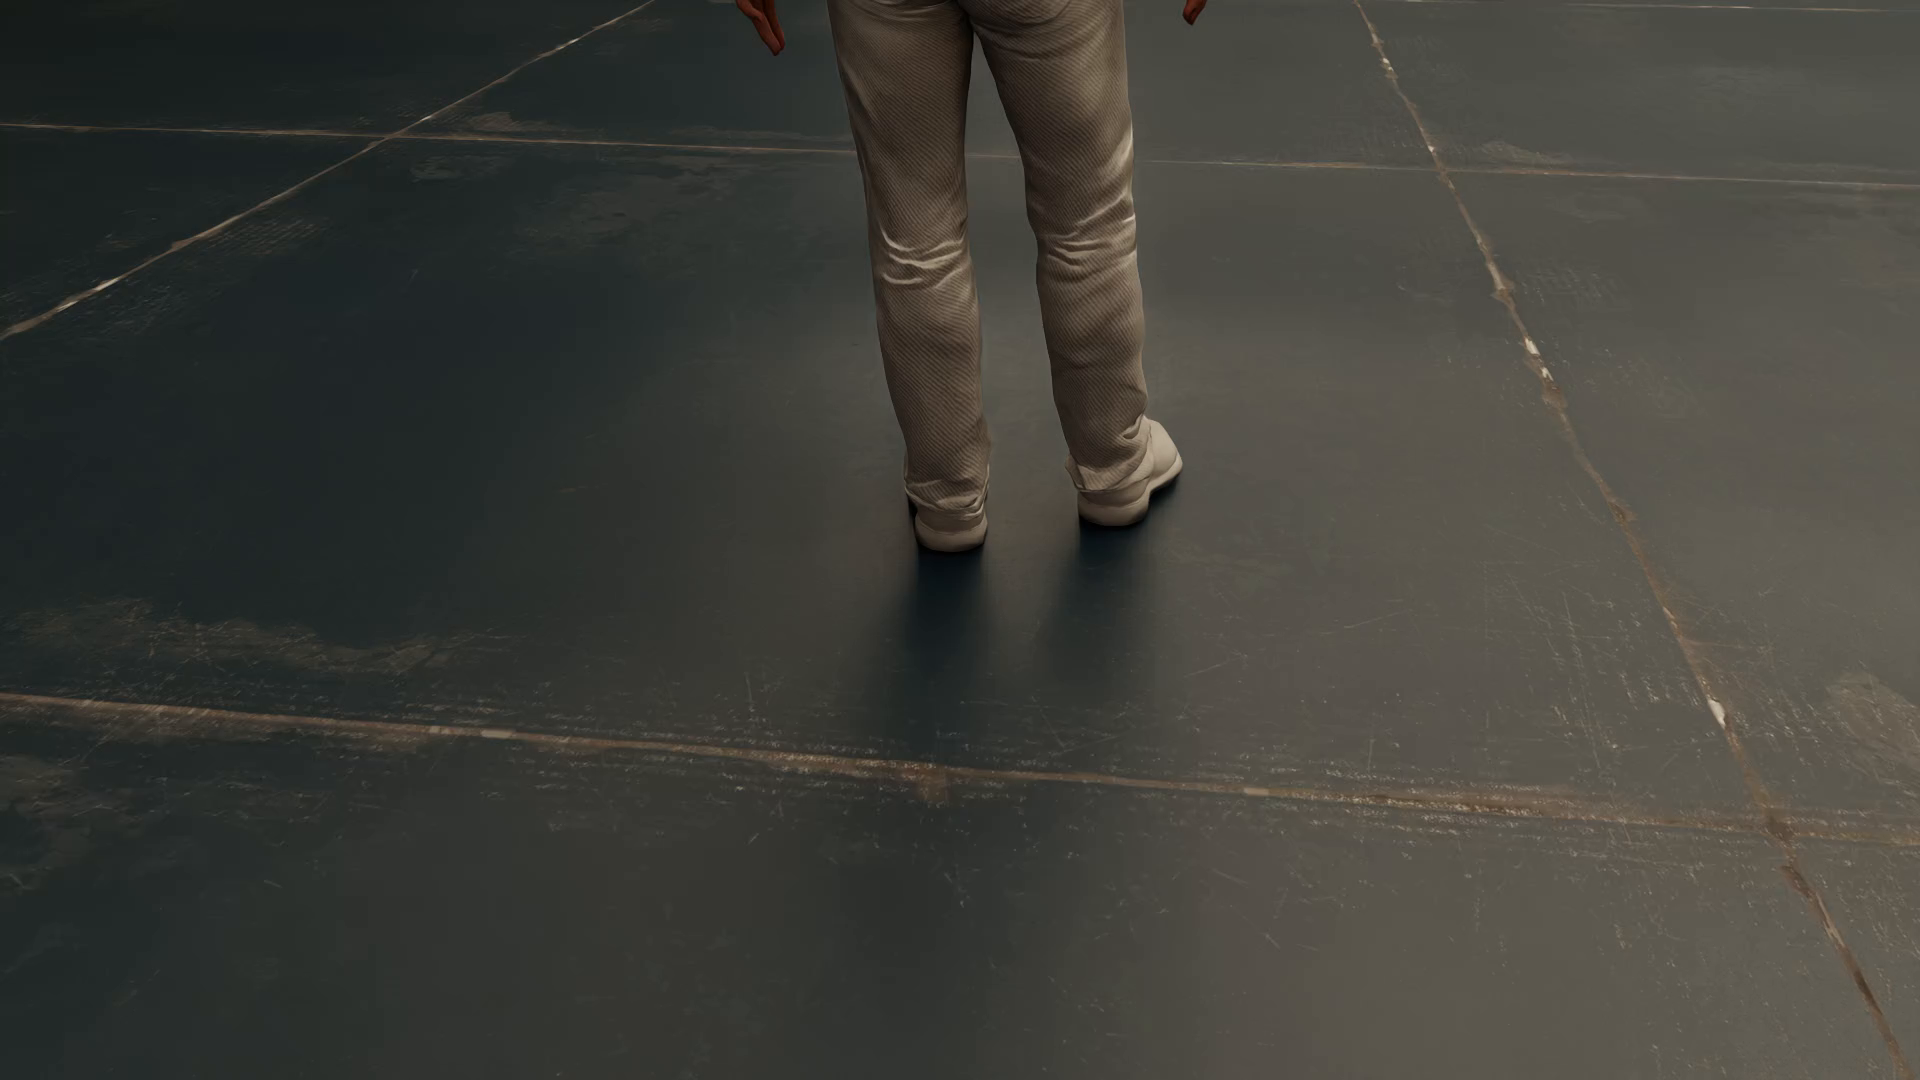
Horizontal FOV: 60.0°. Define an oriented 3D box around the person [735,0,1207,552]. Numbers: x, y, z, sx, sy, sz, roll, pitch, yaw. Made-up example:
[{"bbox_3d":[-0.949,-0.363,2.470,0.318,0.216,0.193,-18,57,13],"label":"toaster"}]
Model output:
[{"bbox_3d":[0.015,-0.827,2.163,0.666,1.765,0.577,3,27,7],"label":"person"}]
